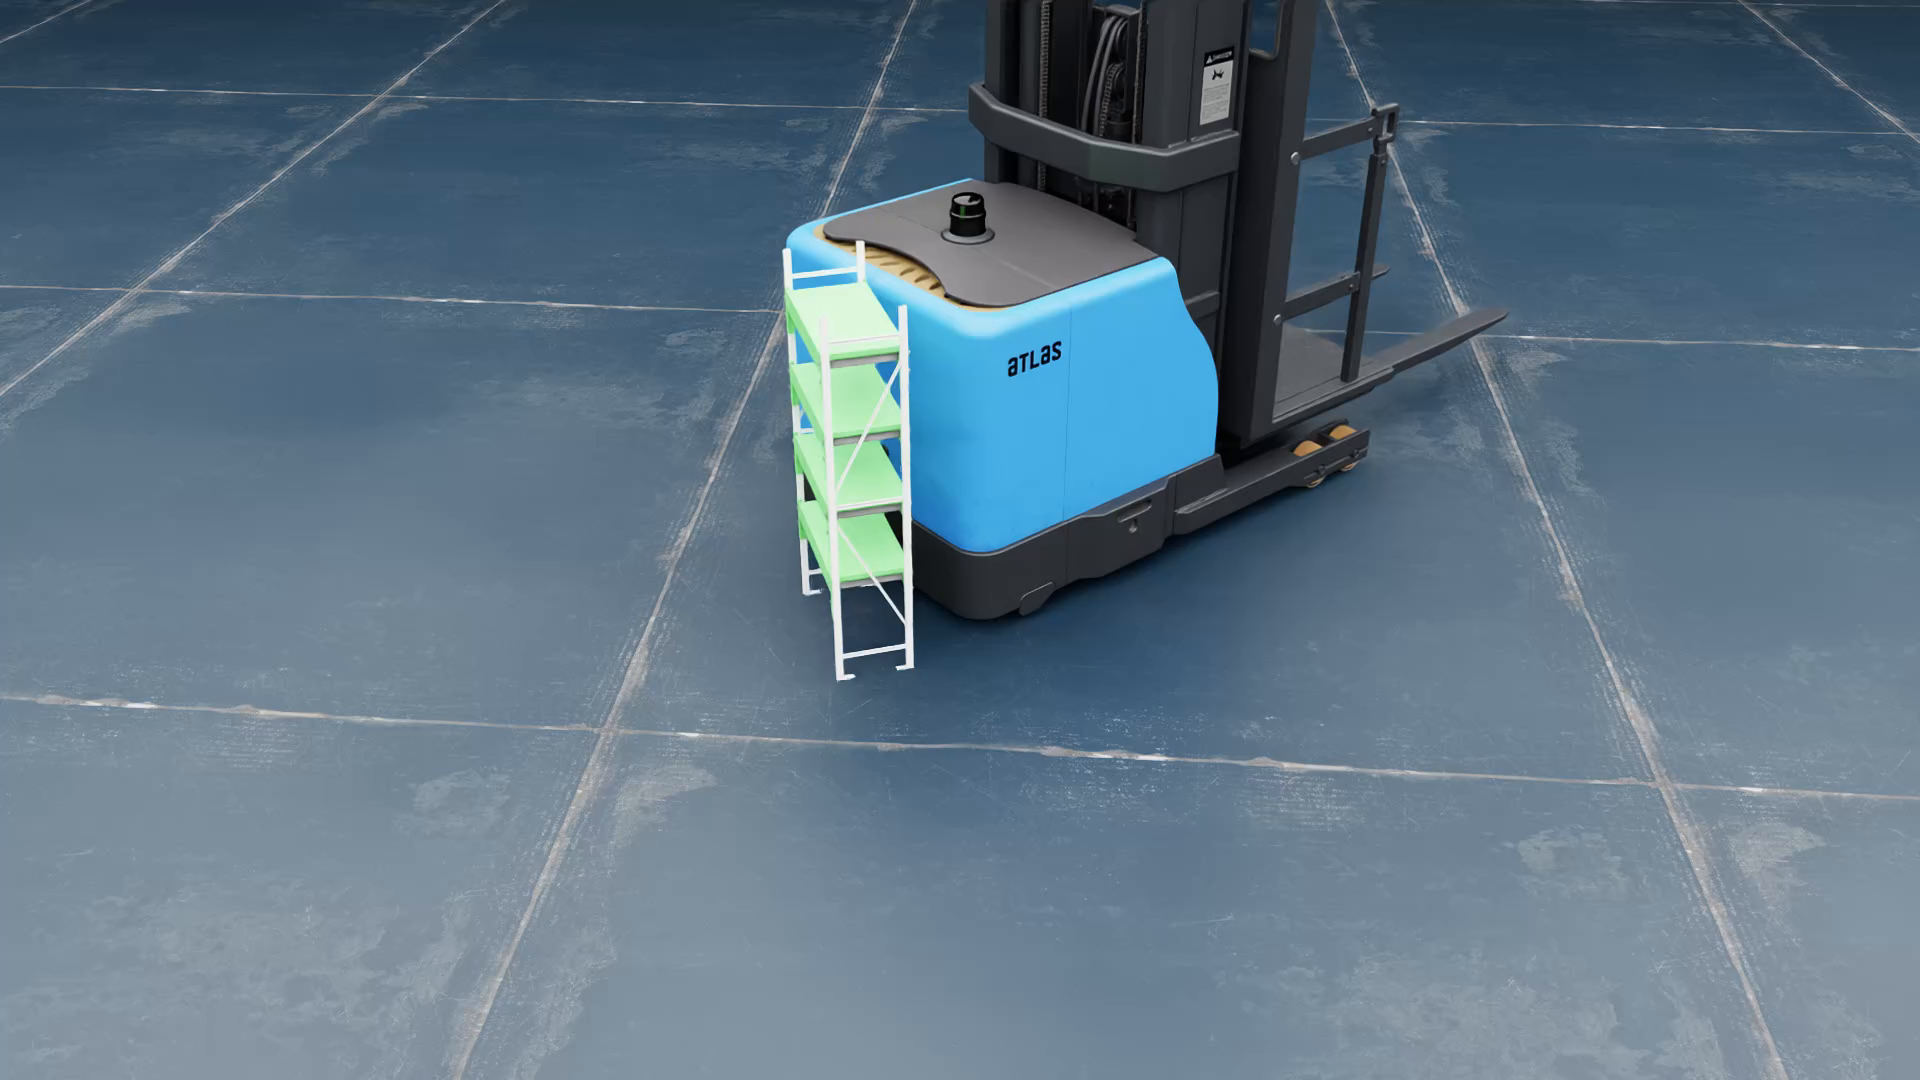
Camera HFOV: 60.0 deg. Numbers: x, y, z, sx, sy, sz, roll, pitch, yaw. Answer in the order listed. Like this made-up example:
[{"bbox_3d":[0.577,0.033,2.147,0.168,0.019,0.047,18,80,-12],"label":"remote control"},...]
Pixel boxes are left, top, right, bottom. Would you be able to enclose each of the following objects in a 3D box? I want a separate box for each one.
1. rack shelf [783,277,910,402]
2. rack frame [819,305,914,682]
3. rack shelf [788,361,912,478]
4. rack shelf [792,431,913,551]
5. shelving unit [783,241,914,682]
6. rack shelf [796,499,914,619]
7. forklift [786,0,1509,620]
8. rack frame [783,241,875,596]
[{"bbox_3d":[-0.329,-0.579,4.753,0.258,0.148,0.480,-9,33,-14],"label":"rack shelf"},{"bbox_3d":[-0.259,-0.102,4.773,0.240,1.200,0.015,-9,33,-14],"label":"rack frame"},{"bbox_3d":[-0.329,-0.375,4.879,0.258,0.148,0.480,-9,33,-14],"label":"rack shelf"},{"bbox_3d":[-0.329,-0.171,5.005,0.258,0.148,0.480,-9,33,-14],"label":"rack shelf"},{"bbox_3d":[-0.329,-0.225,4.972,0.258,1.200,0.503,-9,33,-14],"label":"shelving unit"},{"bbox_3d":[-0.329,0.034,5.131,0.258,0.148,0.480,-9,33,-14],"label":"rack shelf"},{"bbox_3d":[0.885,-1.631,5.602,3.031,2.935,1.130,-23,39,-33],"label":"forklift"},{"bbox_3d":[-0.398,-0.348,5.171,0.240,1.200,0.015,-9,33,-14],"label":"rack frame"}]
